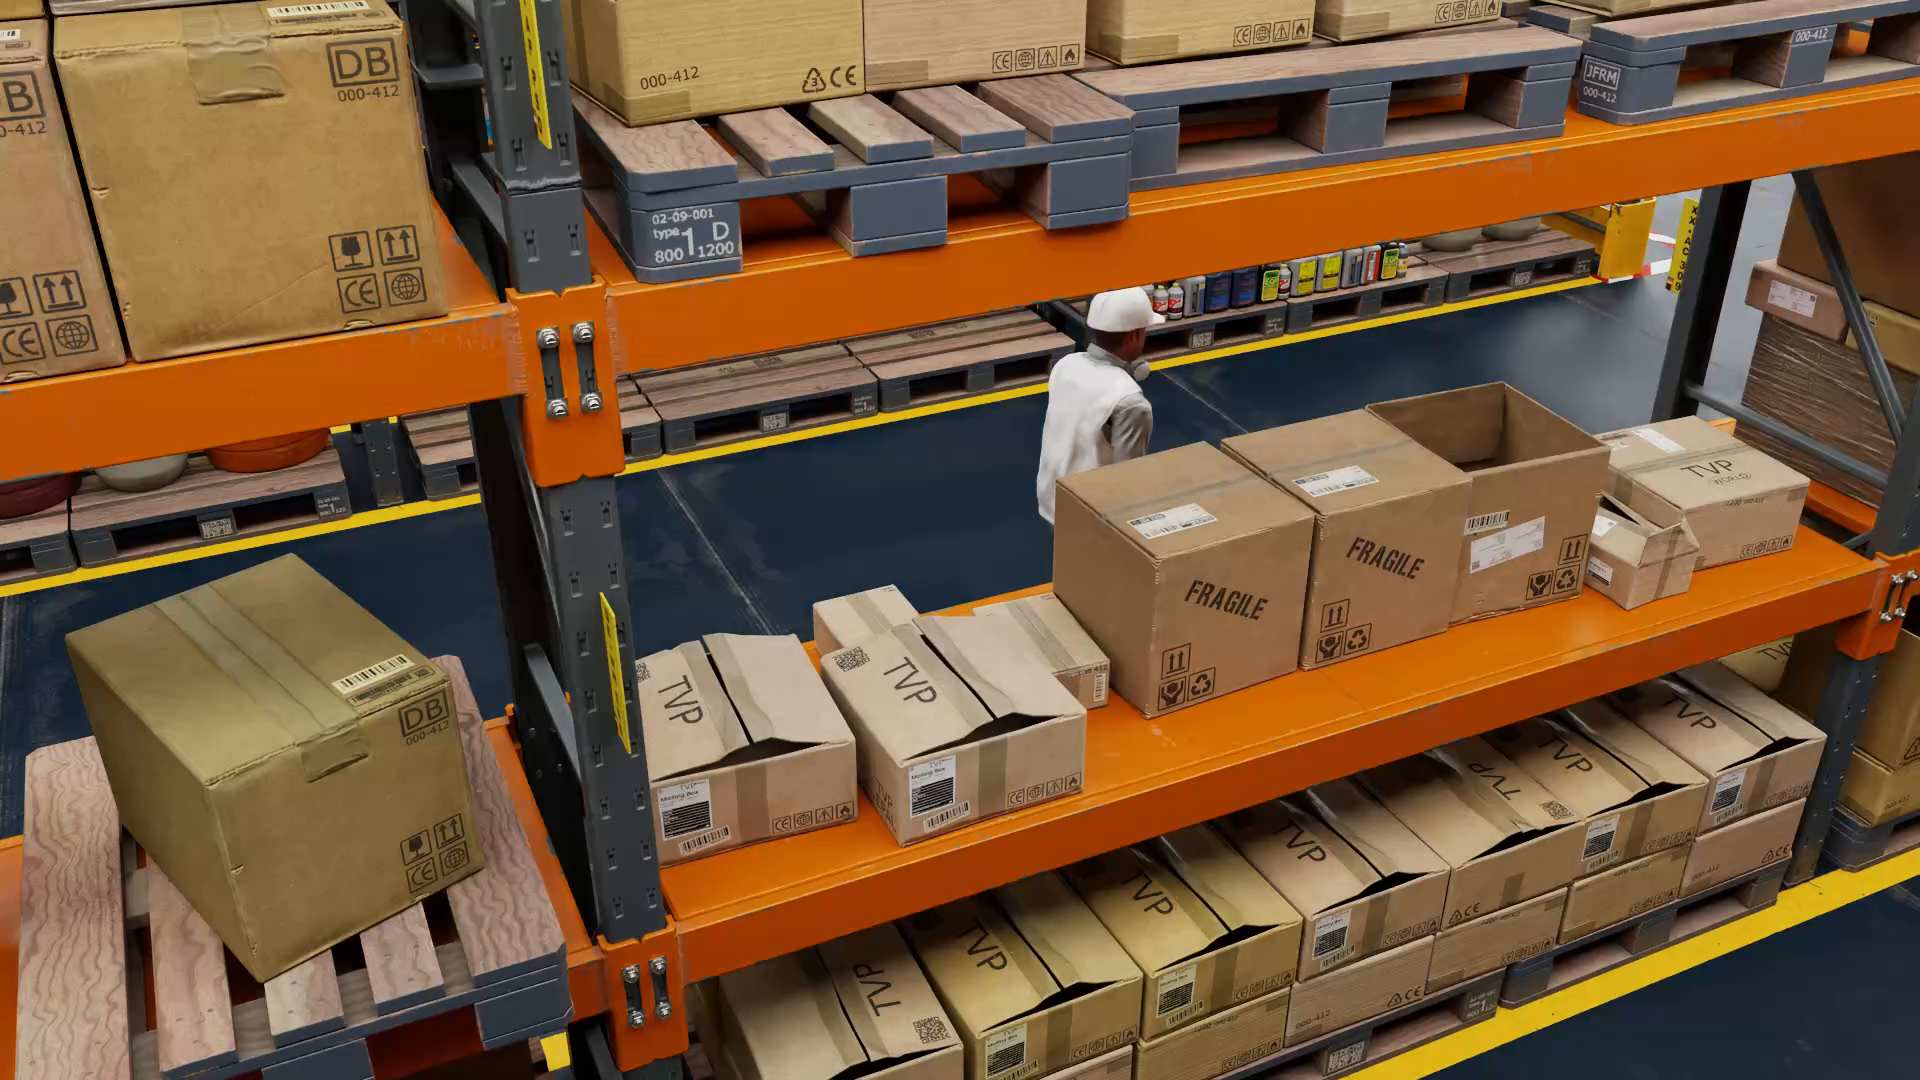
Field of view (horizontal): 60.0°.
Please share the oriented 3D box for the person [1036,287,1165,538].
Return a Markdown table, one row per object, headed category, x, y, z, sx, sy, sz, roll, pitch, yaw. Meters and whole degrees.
| category | x | y | z | sx | sy | sz | roll | pitch | yaw |
| --- | --- | --- | --- | --- | --- | --- | --- | --- | --- |
| person | 0.536 | -0.115 | 6.307 | 0.467 | 1.769 | 0.582 | -15 | 33 | -25 |
